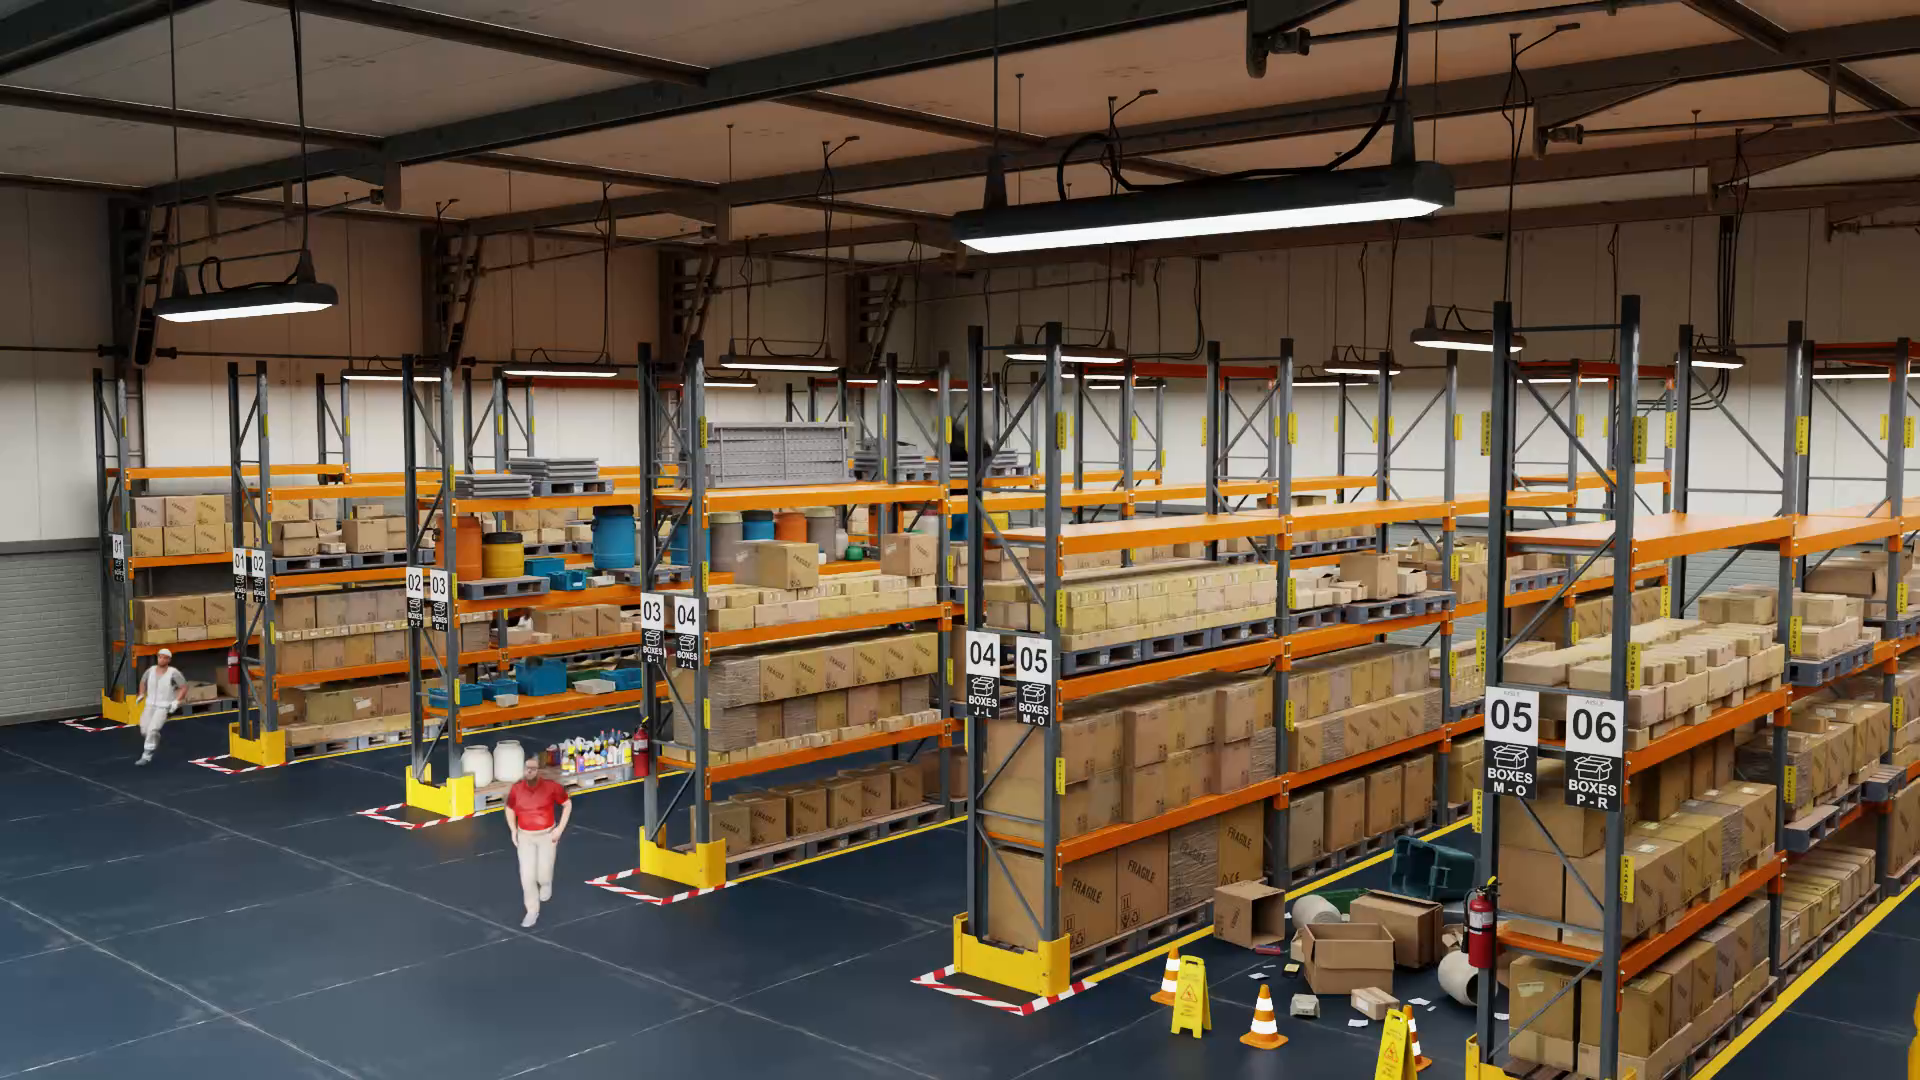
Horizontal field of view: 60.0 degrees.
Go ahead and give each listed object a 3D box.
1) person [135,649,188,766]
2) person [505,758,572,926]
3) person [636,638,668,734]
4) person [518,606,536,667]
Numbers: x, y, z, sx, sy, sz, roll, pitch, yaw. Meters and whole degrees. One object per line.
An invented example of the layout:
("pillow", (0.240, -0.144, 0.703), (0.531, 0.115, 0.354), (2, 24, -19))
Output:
("person", (-11.943, 2.481, 24.865), (0.703, 1.709, 0.686), (0, 4, -2))
("person", (-4.340, 3.071, 17.158), (0.675, 1.715, 0.676), (0, 4, -2))
("person", (-4.996, 2.340, 26.657), (0.693, 1.813, 0.702), (4, 6, 44))
("person", (-7.993, 2.027, 30.845), (0.671, 1.806, 0.738), (4, 6, 41))
